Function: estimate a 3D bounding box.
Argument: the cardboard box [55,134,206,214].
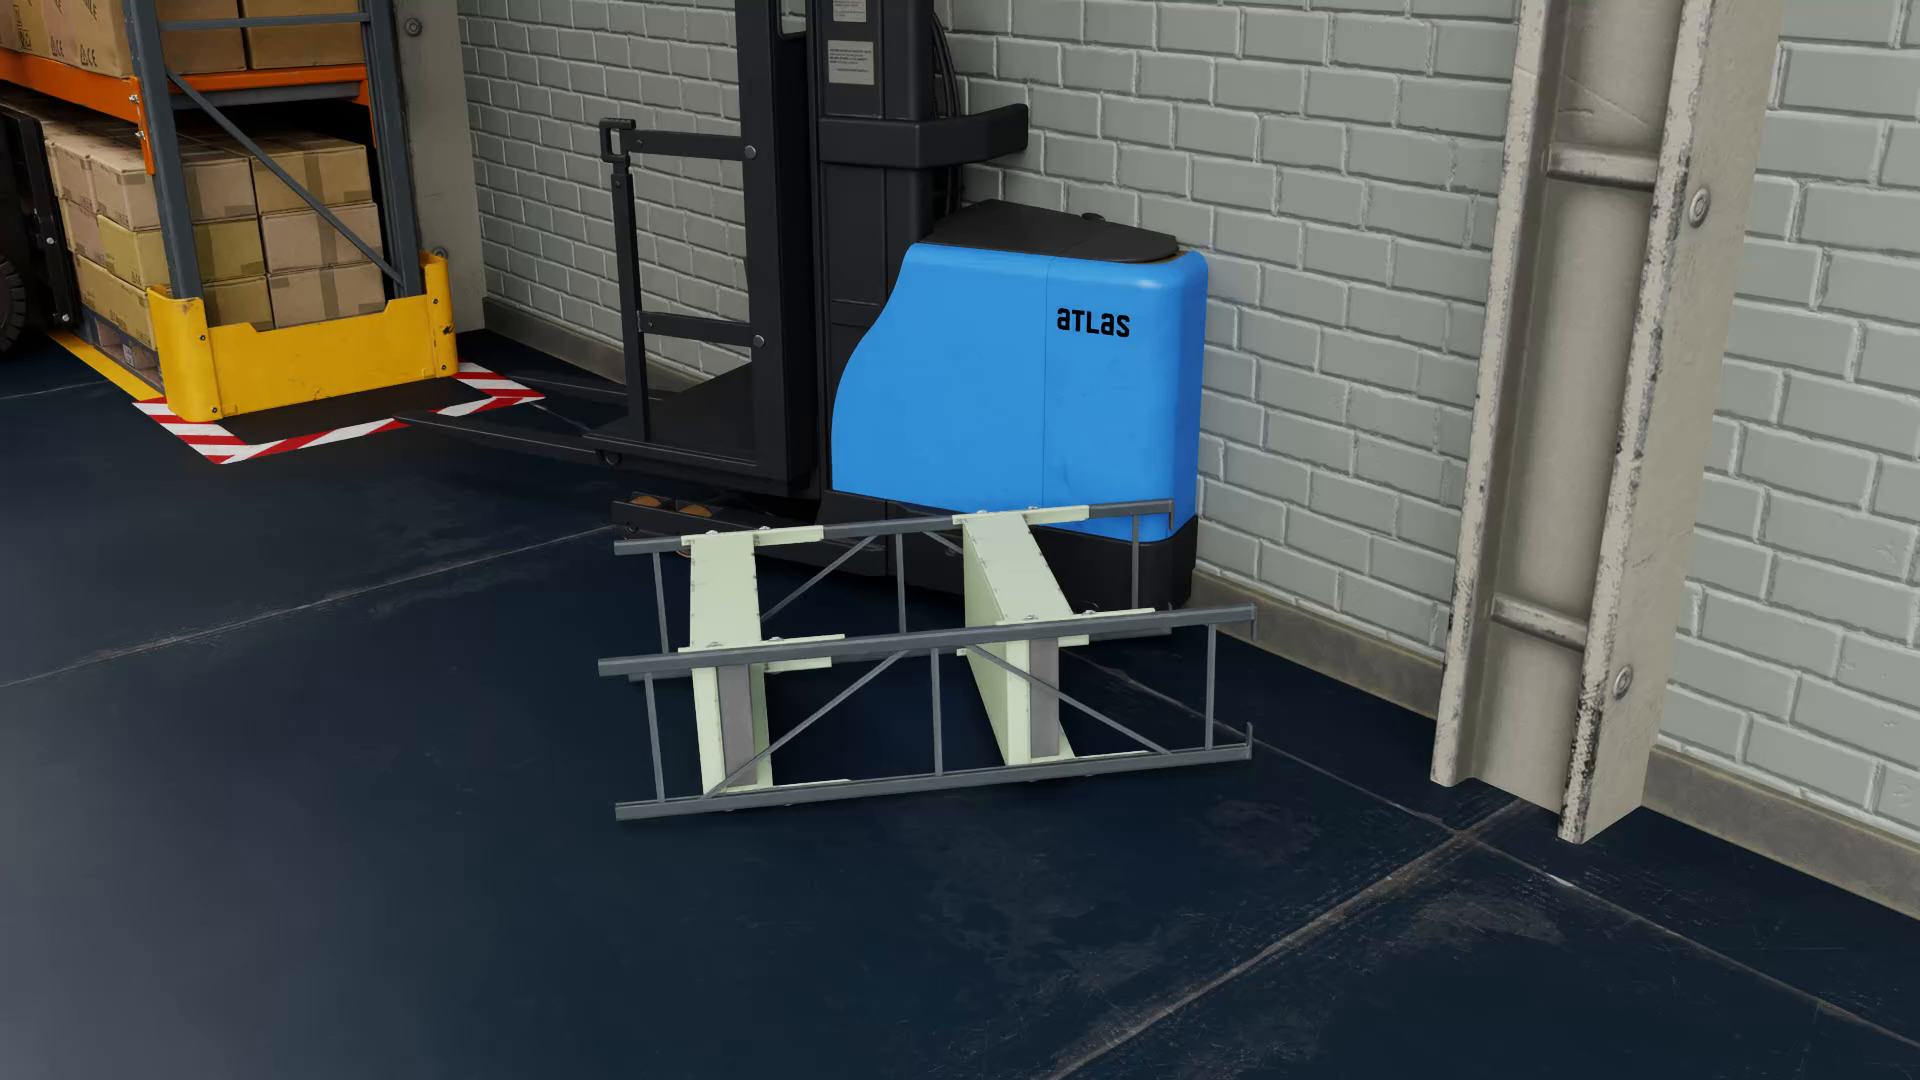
[{"bbox_3d":[-3.643,-1.627,7.348,0.500,0.250,0.500,-17,27,-36],"label":"cardboard box"}]

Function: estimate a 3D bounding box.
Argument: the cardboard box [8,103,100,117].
[{"bbox_3d":[-4.642,-2.052,8.435,0.500,0.250,0.500,-16,27,-36],"label":"cardboard box"}]

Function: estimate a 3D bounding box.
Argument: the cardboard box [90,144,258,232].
[{"bbox_3d":[-3.305,-1.487,6.991,0.500,0.250,0.500,-16,27,-36],"label":"cardboard box"}]

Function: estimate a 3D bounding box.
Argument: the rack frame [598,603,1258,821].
[{"bbox_3d":[-0.050,0.394,3.831,1.500,0.400,0.023,-4,21,-7],"label":"rack frame"}]

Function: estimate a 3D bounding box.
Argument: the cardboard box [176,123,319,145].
[{"bbox_3d":[-3.268,-1.749,7.660,0.500,0.250,0.500,-17,27,-37],"label":"cardboard box"}]

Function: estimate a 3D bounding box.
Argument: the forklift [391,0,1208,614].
[{"bbox_3d":[-0.561,-1.467,5.212,3.031,2.935,1.130,10,24,25],"label":"forklift"}]

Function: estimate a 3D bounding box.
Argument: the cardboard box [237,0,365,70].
[{"bbox_3d":[-2.882,-2.303,7.113,0.500,0.500,0.500,-16,27,-36],"label":"cardboard box"}]

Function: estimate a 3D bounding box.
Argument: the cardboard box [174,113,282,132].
[{"bbox_3d":[-3.586,-1.890,8.019,0.500,0.250,0.500,-18,27,-38],"label":"cardboard box"}]

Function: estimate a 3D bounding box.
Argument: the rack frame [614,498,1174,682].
[{"bbox_3d":[-0.156,0.133,4.507,1.500,0.400,0.023,-4,21,-7],"label":"rack frame"}]

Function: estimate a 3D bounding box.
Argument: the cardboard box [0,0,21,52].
[{"bbox_3d":[-4.292,-2.597,7.863,0.500,0.500,0.500,-17,27,-37],"label":"cardboard box"}]

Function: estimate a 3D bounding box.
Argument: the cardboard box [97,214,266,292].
[{"bbox_3d":[-3.323,-1.261,7.100,0.500,0.250,0.500,-18,28,-38],"label":"cardboard box"}]

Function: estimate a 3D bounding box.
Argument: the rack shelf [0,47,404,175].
[{"bbox_3d":[-4.074,-2.271,8.155,1.077,0.370,4.000,-17,27,-37],"label":"rack shelf"}]

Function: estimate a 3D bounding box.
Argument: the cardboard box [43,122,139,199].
[{"bbox_3d":[-3.980,-1.764,7.698,0.500,0.250,0.500,-17,27,-37],"label":"cardboard box"}]

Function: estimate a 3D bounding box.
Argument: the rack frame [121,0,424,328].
[{"bbox_3d":[-2.769,-2.053,6.613,1.000,3.000,0.127,-17,27,-37],"label":"rack frame"}]

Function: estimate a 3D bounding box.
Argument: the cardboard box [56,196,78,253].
[{"bbox_3d":[-3.995,-1.540,7.812,0.500,0.250,0.500,-18,28,-39],"label":"cardboard box"}]

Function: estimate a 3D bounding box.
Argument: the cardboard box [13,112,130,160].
[{"bbox_3d":[-4.305,-1.906,8.060,0.500,0.250,0.500,-18,28,-38],"label":"cardboard box"}]

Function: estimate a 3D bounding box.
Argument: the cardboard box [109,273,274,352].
[{"bbox_3d":[-3.315,-1.023,7.178,0.500,0.250,0.500,-17,27,-37],"label":"cardboard box"}]

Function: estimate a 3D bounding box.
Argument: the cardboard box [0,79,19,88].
[{"bbox_3d":[-6.229,-2.606,10.705,0.875,0.625,0.625,-18,28,-38],"label":"cardboard box"}]

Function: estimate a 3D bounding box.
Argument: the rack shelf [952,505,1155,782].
[{"bbox_3d":[0.220,0.238,4.210,0.370,0.431,0.720,-4,21,-7],"label":"rack shelf"}]

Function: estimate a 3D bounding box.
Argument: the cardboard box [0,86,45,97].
[{"bbox_3d":[-5.302,-2.331,9.145,0.500,0.250,0.500,-18,28,-38],"label":"cardboard box"}]

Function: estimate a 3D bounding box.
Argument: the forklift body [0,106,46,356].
[{"bbox_3d":[-5.388,-1.748,6.997,2.313,2.155,1.214,-17,27,-37],"label":"forklift body"}]

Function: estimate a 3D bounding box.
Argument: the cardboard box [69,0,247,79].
[{"bbox_3d":[-3.289,-2.173,6.783,0.500,0.500,0.500,-18,28,-39],"label":"cardboard box"}]

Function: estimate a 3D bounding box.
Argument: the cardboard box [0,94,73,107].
[{"bbox_3d":[-4.975,-2.187,8.779,0.500,0.250,0.500,-17,27,-37],"label":"cardboard box"}]

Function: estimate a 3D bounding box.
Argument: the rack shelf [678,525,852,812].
[{"bbox_3d":[-0.489,0.294,4.120,0.370,0.431,0.720,-4,21,-7],"label":"rack shelf"}]

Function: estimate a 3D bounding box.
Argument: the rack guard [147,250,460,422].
[{"bbox_3d":[-2.753,-0.883,7.052,1.175,0.500,0.348,-17,27,-37],"label":"rack guard"}]

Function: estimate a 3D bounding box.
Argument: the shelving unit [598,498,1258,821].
[{"bbox_3d":[-0.103,0.264,4.169,1.500,0.431,0.755,-4,21,-7],"label":"shelving unit"}]

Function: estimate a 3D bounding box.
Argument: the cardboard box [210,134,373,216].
[{"bbox_3d":[-2.939,-1.612,7.310,0.500,0.250,0.500,-18,28,-38],"label":"cardboard box"}]

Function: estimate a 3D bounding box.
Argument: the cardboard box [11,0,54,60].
[{"bbox_3d":[-3.955,-2.460,7.515,0.500,0.500,0.500,-18,28,-38],"label":"cardboard box"}]

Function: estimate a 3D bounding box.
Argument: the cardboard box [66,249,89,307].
[{"bbox_3d":[-3.952,-1.303,7.892,0.500,0.250,0.500,-17,27,-37],"label":"cardboard box"}]

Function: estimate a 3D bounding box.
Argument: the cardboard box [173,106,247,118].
[{"bbox_3d":[-3.915,-2.033,8.385,0.500,0.250,0.500,-18,28,-38],"label":"cardboard box"}]

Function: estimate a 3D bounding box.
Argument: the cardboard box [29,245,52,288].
[{"bbox_3d":[-4.308,-1.441,8.245,0.500,0.250,0.500,-16,27,-36],"label":"cardboard box"}]

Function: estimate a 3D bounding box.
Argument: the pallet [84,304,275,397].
[{"bbox_3d":[-3.300,-0.956,7.636,1.003,0.211,1.213,-17,27,-37],"label":"pallet"}]

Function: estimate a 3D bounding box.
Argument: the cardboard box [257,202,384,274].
[{"bbox_3d":[-2.918,-1.381,7.405,0.500,0.250,0.500,-17,27,-36],"label":"cardboard box"}]

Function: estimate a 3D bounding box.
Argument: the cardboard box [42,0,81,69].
[{"bbox_3d":[-3.620,-2.319,7.154,0.500,0.500,0.500,-16,27,-36],"label":"cardboard box"}]

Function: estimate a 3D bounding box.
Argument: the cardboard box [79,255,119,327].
[{"bbox_3d":[-3.632,-1.163,7.534,0.500,0.250,0.500,-17,27,-37],"label":"cardboard box"}]

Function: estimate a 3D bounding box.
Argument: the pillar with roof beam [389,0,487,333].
[{"bbox_3d":[-5.802,-4.229,3.942,9.100,9.000,0.400,-17,27,-37],"label":"pillar with roof beam"}]

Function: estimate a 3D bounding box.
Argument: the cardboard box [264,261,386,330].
[{"bbox_3d":[-2.941,-1.151,7.503,0.500,0.250,0.500,-17,27,-37],"label":"cardboard box"}]

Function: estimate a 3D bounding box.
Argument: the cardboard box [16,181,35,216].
[{"bbox_3d":[-4.319,-1.679,8.167,0.500,0.250,0.500,-18,27,-38],"label":"cardboard box"}]

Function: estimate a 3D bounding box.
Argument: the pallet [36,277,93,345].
[{"bbox_3d":[-4.092,-1.293,8.496,1.003,0.211,1.213,-17,27,-37],"label":"pallet"}]

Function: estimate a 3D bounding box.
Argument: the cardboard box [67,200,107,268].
[{"bbox_3d":[-3.642,-1.402,7.461,0.500,0.250,0.500,-18,28,-38],"label":"cardboard box"}]
